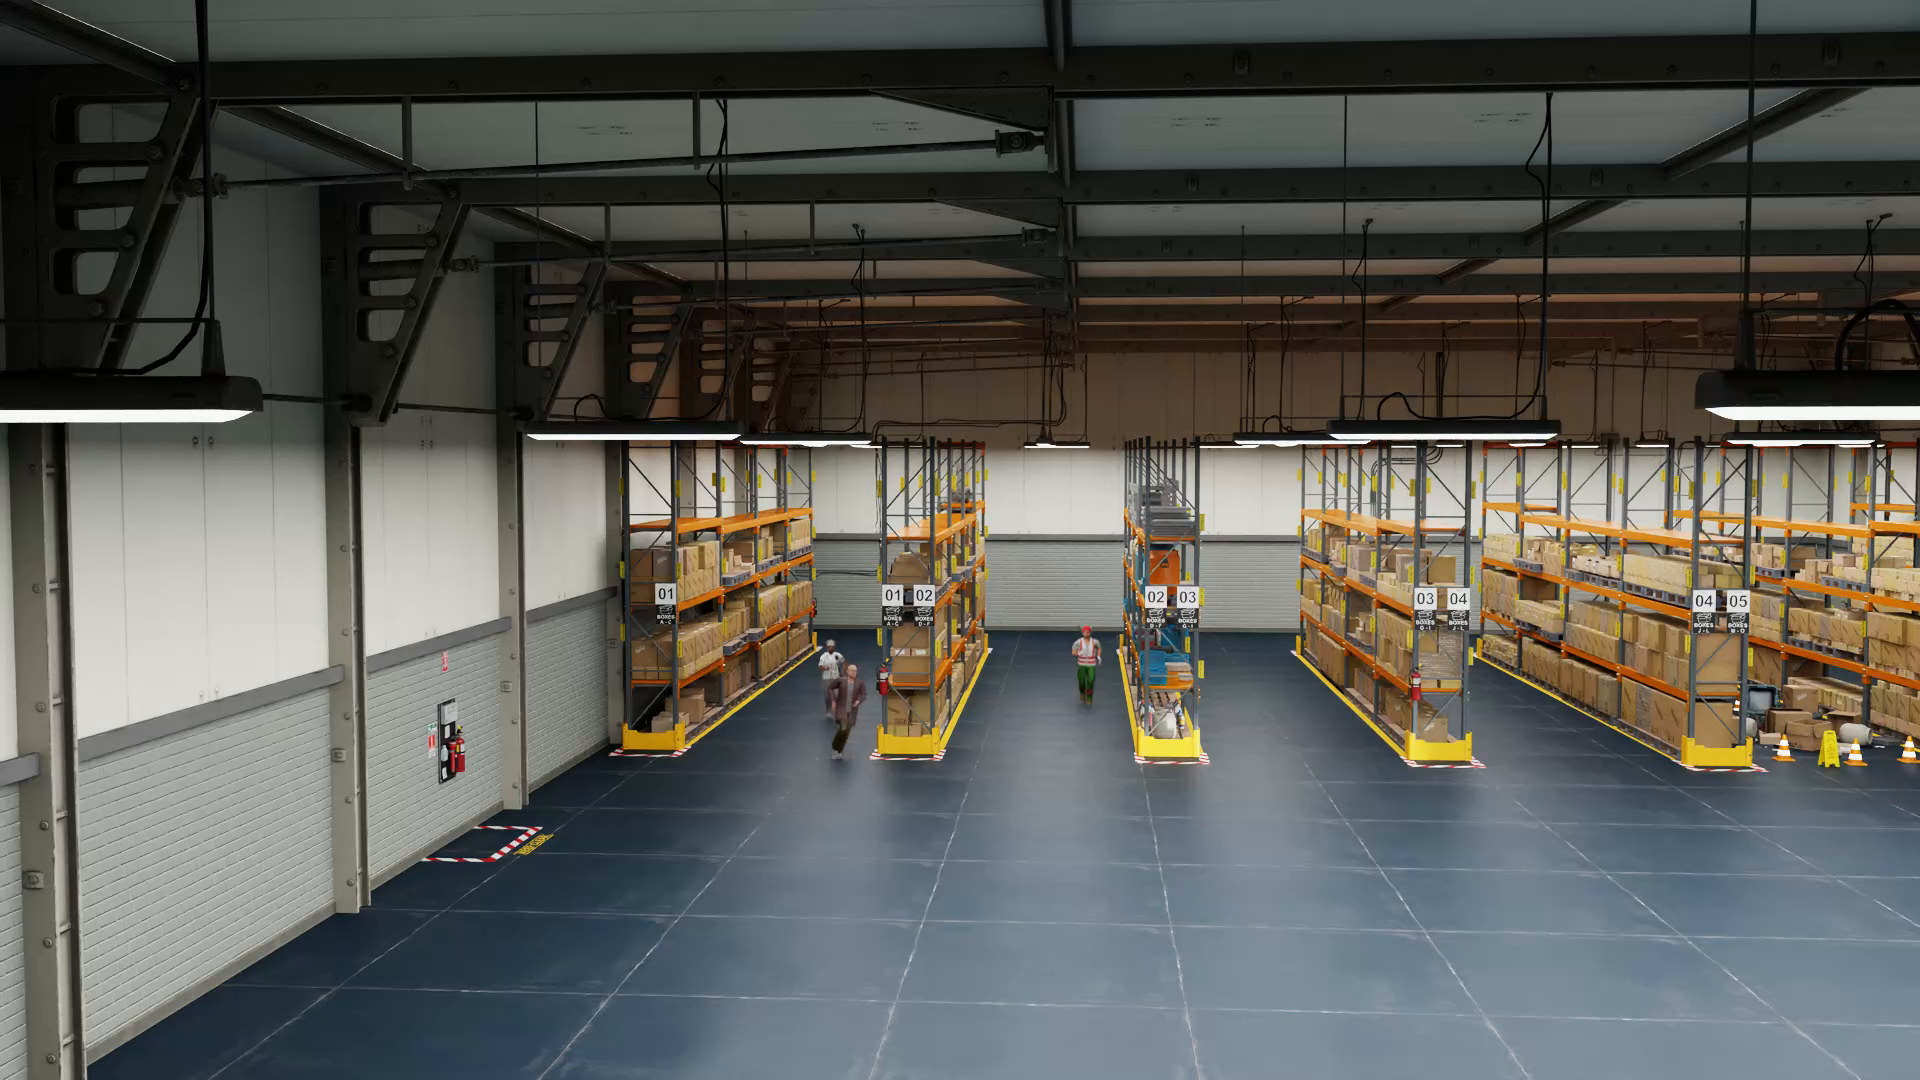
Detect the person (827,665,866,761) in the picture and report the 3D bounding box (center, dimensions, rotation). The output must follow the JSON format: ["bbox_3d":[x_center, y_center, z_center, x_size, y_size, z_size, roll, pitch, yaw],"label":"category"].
[{"bbox_3d":[-2.082,3.202,30.935,0.697,1.759,0.694,-1,3,-20],"label":"person"}]

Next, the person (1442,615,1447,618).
[{"bbox_3d":[13.124,2.526,44.503,0.604,1.623,0.705,1,3,12],"label":"person"}]

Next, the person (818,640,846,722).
[{"bbox_3d":[-2.723,2.992,35.352,0.568,1.750,0.739,0,3,1],"label":"person"}]

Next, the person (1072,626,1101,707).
[{"bbox_3d":[2.844,2.812,37.347,0.662,1.766,0.993,0,3,3],"label":"person"}]
